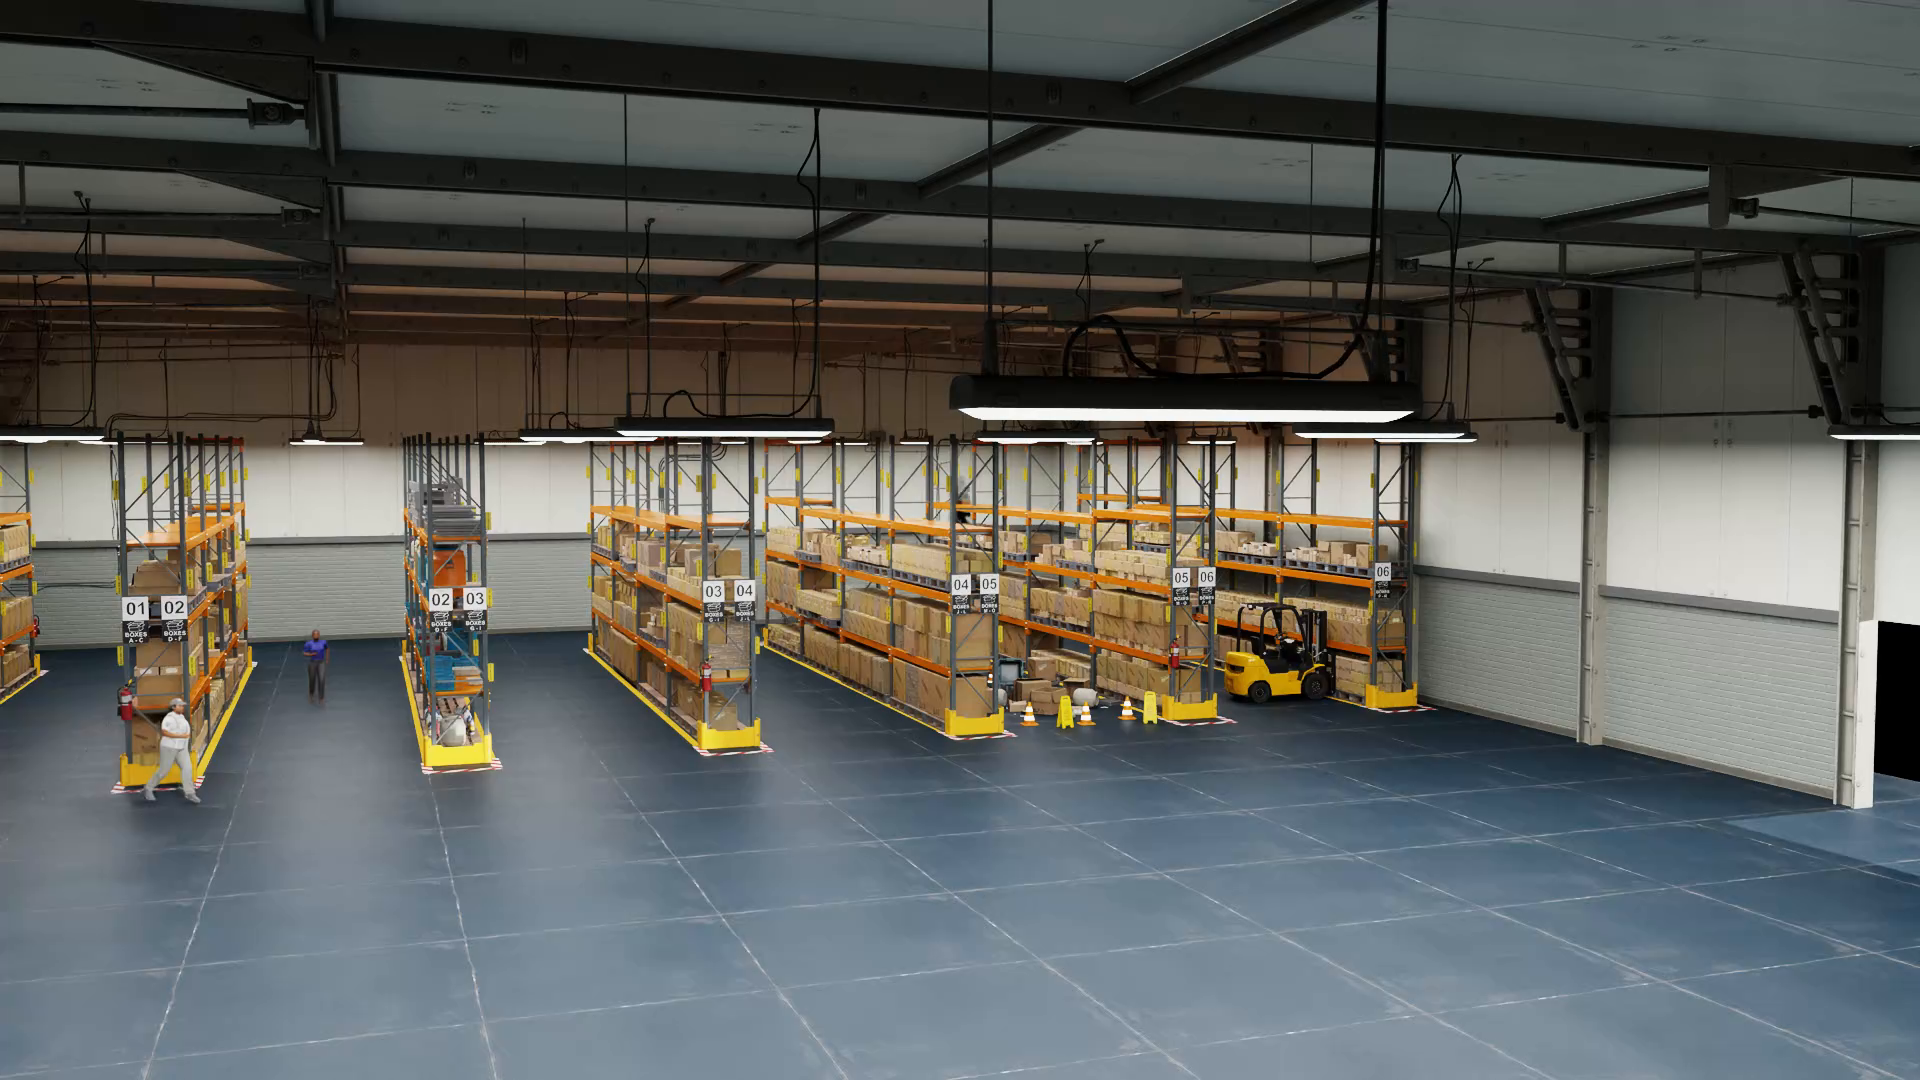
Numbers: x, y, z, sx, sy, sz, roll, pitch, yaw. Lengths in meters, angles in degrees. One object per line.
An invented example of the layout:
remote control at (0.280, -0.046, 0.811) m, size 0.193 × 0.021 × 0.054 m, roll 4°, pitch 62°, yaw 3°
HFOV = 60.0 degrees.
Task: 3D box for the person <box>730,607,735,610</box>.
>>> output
person at (-6.797, 2.200, 48.394) m, size 0.755 × 1.704 × 0.554 m, roll 2°, pitch 4°, yaw 31°

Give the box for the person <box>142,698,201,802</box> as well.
person at (-12.710, 3.390, 26.902) m, size 0.965 × 1.667 × 0.636 m, roll 0°, pitch 3°, yaw 8°

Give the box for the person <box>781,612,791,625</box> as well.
person at (-5.099, 2.147, 49.759) m, size 0.724 × 1.763 × 0.728 m, roll 1°, pitch 3°, yaw 12°

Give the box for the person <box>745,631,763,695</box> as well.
person at (-4.909, 2.723, 38.842) m, size 0.586 × 1.680 × 0.788 m, roll -1°, pitch 3°, yaw -21°

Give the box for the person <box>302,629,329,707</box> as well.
person at (-14.349, 2.824, 37.055) m, size 0.595 × 1.685 × 0.871 m, roll -2°, pitch 4°, yaw -29°
